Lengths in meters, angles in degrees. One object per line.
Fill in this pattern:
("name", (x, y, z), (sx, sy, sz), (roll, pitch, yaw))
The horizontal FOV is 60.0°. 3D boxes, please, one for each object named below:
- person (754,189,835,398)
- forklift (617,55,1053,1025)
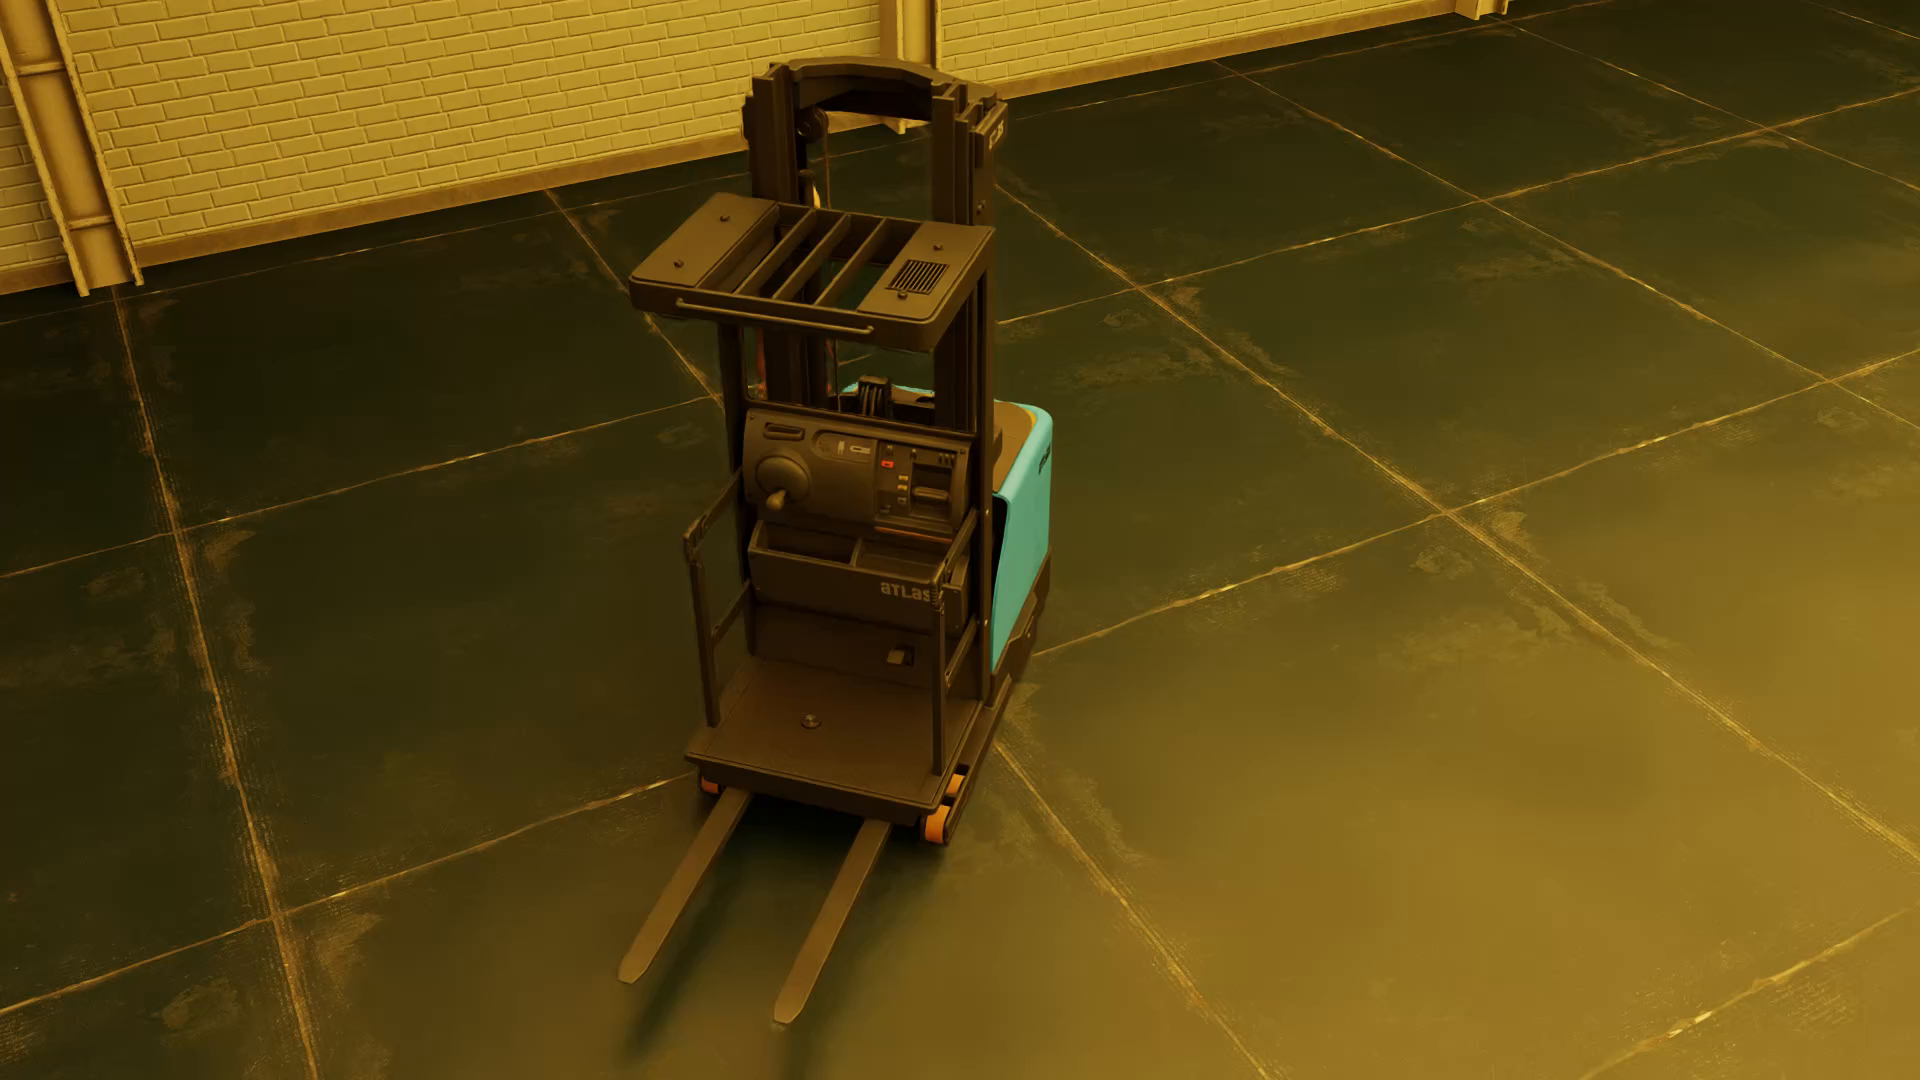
("person", (-0.854, -1.029, 8.607), (0.422, 1.751, 0.878), (2, 35, 3))
("forklift", (-0.478, -0.199, 6.404), (1.130, 2.935, 3.031), (10, 36, 14))
